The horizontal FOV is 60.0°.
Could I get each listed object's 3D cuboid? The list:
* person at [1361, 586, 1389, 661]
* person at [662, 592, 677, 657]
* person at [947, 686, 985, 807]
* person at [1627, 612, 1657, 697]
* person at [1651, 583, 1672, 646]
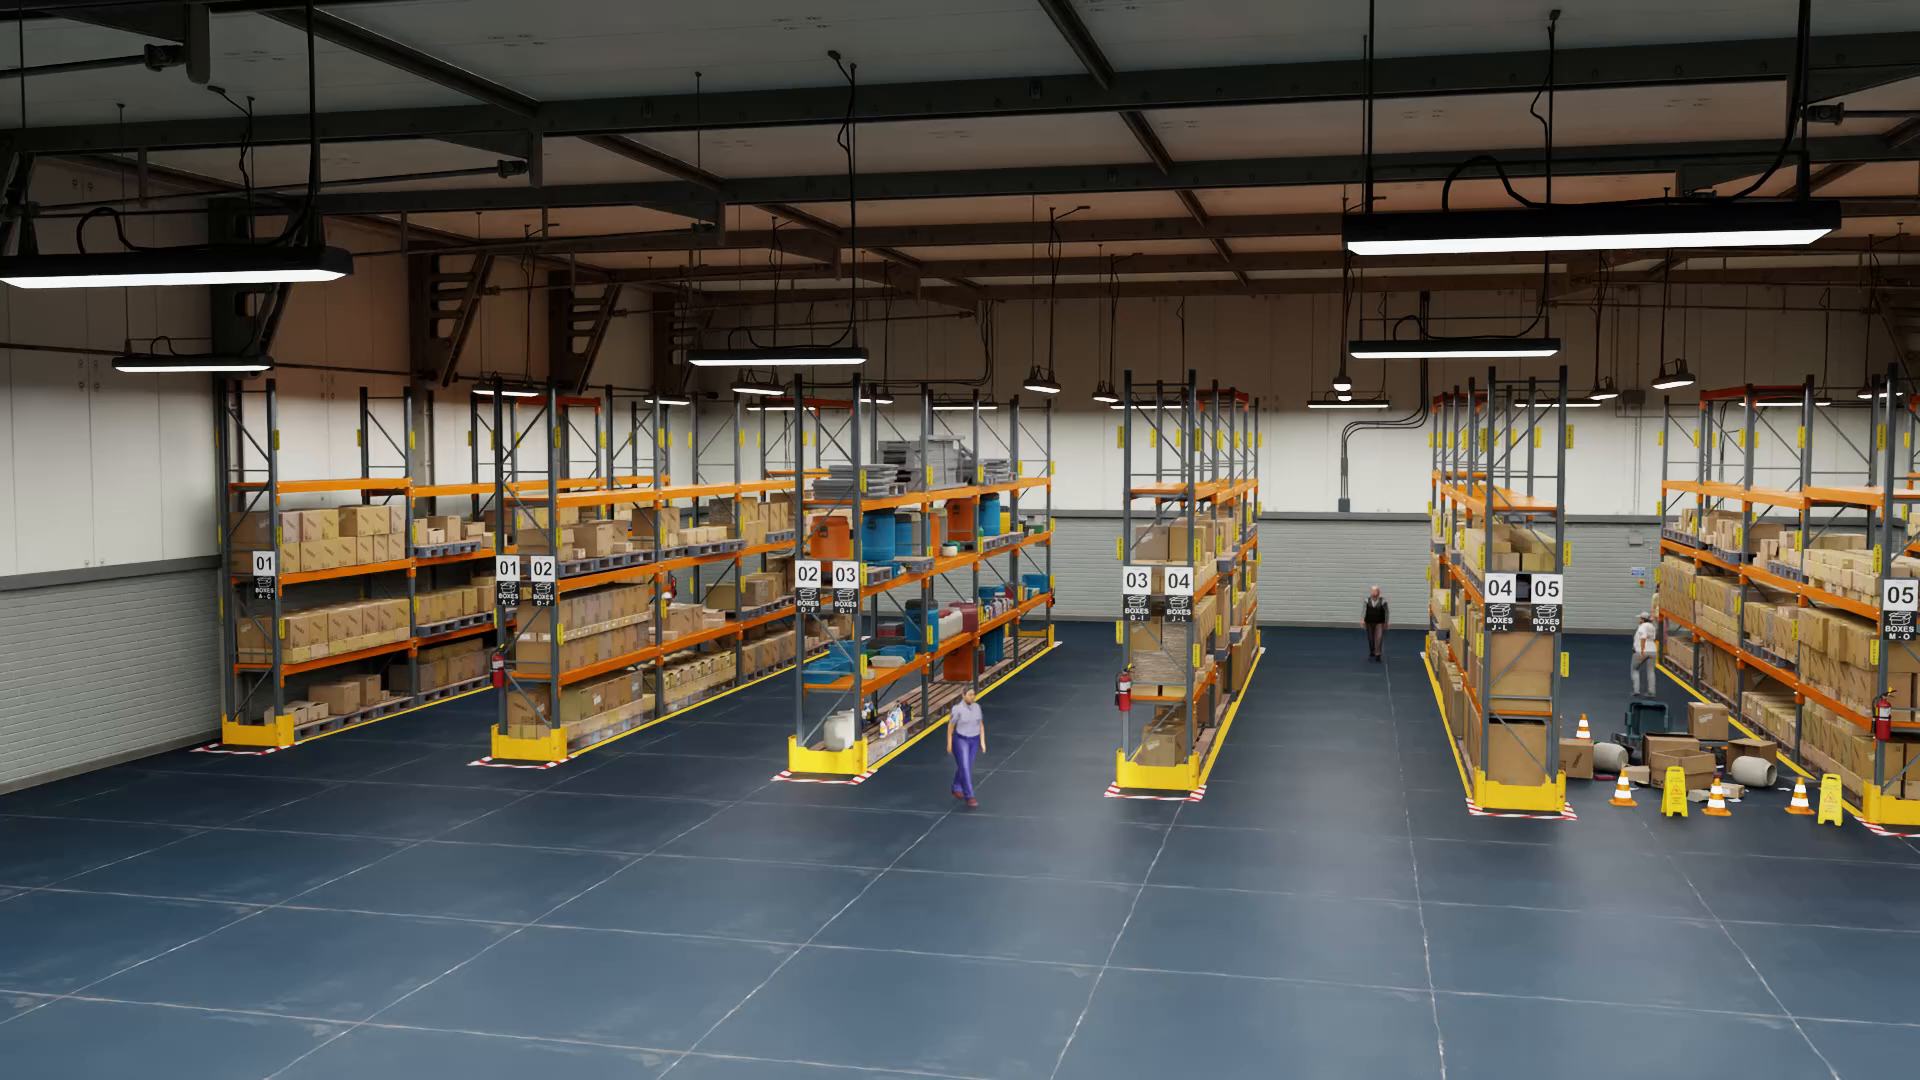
[{"bbox_3d":[9.425,1.885,37.768,0.613,1.662,1.063,1,4,17],"label":"person"},{"bbox_3d":[-6.375,1.976,36.412,0.648,1.704,0.625,0,3,8],"label":"person"},{"bbox_3d":[0.103,2.805,22.881,0.560,1.599,0.925,-3,4,-40],"label":"person"},{"bbox_3d":[13.362,2.257,32.389,0.502,1.703,0.579,0,3,-8],"label":"person"},{"bbox_3d":[16.581,1.813,39.355,0.485,1.648,0.831,-1,4,-16],"label":"person"}]
